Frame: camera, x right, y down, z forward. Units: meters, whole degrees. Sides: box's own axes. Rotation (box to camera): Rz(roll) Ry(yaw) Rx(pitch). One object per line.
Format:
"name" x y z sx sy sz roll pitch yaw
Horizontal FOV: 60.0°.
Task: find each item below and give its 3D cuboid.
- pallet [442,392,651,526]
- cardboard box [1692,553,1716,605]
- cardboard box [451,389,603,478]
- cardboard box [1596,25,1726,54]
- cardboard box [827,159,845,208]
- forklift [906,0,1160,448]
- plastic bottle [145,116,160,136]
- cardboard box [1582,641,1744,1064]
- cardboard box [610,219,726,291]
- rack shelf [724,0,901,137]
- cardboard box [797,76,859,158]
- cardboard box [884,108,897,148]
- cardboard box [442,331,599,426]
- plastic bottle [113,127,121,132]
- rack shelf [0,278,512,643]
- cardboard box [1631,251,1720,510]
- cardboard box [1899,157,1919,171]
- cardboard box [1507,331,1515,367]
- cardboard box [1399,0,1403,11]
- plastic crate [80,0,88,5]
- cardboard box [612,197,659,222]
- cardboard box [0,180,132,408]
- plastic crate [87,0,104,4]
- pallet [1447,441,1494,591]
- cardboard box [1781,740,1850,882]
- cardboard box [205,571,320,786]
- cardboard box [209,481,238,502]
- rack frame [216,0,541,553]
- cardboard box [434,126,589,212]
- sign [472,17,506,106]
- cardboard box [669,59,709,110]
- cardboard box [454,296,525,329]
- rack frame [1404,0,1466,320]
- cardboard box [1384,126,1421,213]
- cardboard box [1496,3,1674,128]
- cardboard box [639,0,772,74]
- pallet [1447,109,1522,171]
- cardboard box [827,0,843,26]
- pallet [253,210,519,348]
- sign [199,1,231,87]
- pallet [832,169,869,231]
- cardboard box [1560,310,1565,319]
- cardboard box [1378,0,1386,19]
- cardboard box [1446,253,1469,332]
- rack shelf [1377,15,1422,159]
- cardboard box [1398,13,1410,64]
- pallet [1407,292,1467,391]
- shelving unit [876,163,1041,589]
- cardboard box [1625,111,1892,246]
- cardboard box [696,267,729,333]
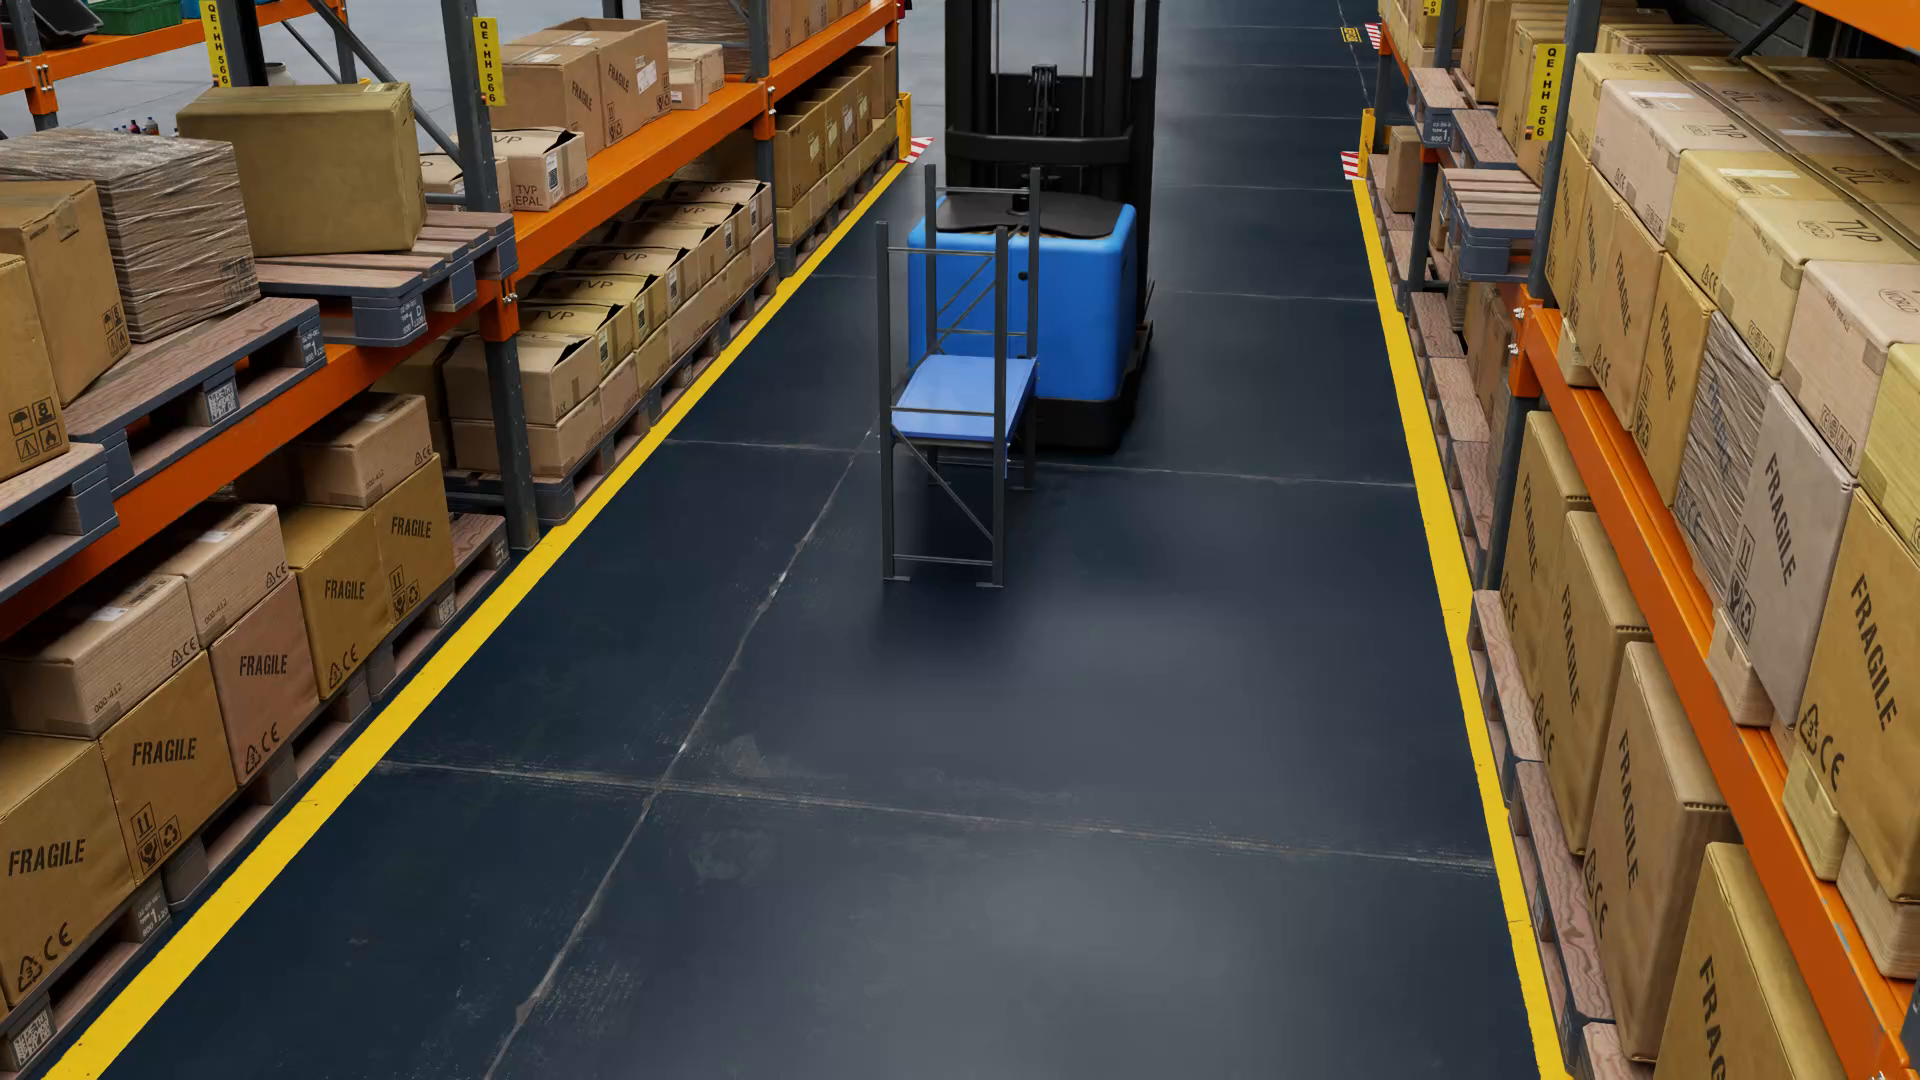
"pallet" -2.156 -0.440 7.942 1.003 0.211 1.213 4 25 9
"cardboard box" 1.932 0.068 3.839 0.380 0.149 0.250 3 25 7
"cardboard box" -1.954 -0.505 7.539 0.500 0.250 0.500 4 25 8
"cardboard box" 2.623 -1.840 6.242 0.380 0.149 0.250 0 25 0
"cardboard box" -1.127 -2.570 11.951 0.500 0.250 0.500 4 25 9
"forklift" 0.511 -2.371 8.858 1.130 2.935 3.031 5 25 10
"plastic bottle" -6.512 -3.279 13.417 0.097 0.271 0.097 0 25 0
"cardboard box" 2.025 0.783 4.079 0.750 0.750 0.750 5 26 10
"cardboard box" -1.622 -1.618 9.255 0.500 0.311 0.500 4 25 8
"rack shelf" -1.349 -3.545 12.135 1.077 0.370 4.000 4 25 9
"cardboard box" -1.048 -3.119 12.239 0.500 0.500 0.500 4 25 9
"cardboard box" -0.818 -3.408 13.740 0.500 0.250 0.500 4 25 9
"cardboard box" -1.954 -0.759 7.421 0.500 0.311 0.500 5 26 10
"plastic bottle" -6.584 -3.094 13.021 0.097 0.271 0.097 0 25 0
"rack shelf" -2.656 -0.200 4.987 1.077 0.370 4.000 4 25 9
"cardboard box" 1.972 -0.380 4.030 0.500 0.500 0.500 5 25 10
"cardboard box" 2.482 -0.698 3.825 0.500 0.250 0.500 3 25 7
"cardboard box" 2.824 -0.599 7.422 0.700 0.500 0.500 4 25 8
"cardboard box" 3.237 -3.830 11.162 0.500 0.500 0.500 5 26 10
"plastic crate" -6.649 -3.794 11.992 0.499 0.251 0.616 4 25 9
"cardboard box" -2.076 -1.869 9.791 0.500 0.311 0.500 4 25 8
"cardboard box" -2.755 -0.668 4.525 0.700 0.500 0.500 -2 25 -5
"plastic crate" -6.546 -3.957 12.476 0.530 0.136 0.437 4 25 9
"pallet" 2.688 -0.084 7.180 1.003 0.211 1.213 4 25 9
"cardboard box" 1.699 0.489 2.939 0.380 0.149 0.250 4 25 9
"cardboard box" -2.415 0.415 5.255 0.500 0.500 0.500 3 25 7
"cardboard box" -2.766 -0.039 6.225 0.500 0.500 0.500 3 25 7
"rack frame" -2.329 -1.362 6.621 1.000 3.000 0.127 4 25 9
"cardboard box" -1.992 -1.682 7.410 0.500 0.311 0.500 4 25 8
"sign" -1.792 -1.817 6.321 0.100 0.325 0.005 4 25 9
"cardboard box" -1.638 -2.593 9.411 0.396 0.266 0.258 3 25 7
"cardboard box" -2.408 -1.015 7.966 0.500 0.311 0.500 4 25 8
"rack frame" 3.212 -2.693 9.465 1.000 3.000 0.127 4 25 9
"cardboard box" 3.402 -2.608 11.714 0.700 0.500 0.500 2 25 5
"cardboard box" 2.920 -2.216 7.810 0.700 0.500 0.500 8 26 16
"cardboard box" -1.609 -3.266 10.571 0.700 0.500 0.500 3 25 7
"pallet" 2.842 -1.764 7.707 1.003 0.211 1.213 4 25 9
"cardboard box" -1.279 -4.131 12.420 0.700 0.500 0.500 4 25 9
"pallet" -2.371 -0.987 6.046 1.213 0.211 1.003 4 25 9
"sign" -2.877 -1.923 6.455 0.100 0.325 0.005 4 25 9
"pallet" -1.307 -2.613 12.584 1.003 0.211 1.213 4 25 9
"cardboard box" 2.276 -0.794 5.680 0.380 0.149 0.250 4 25 8
"cardboard box" 3.473 -4.125 12.678 0.500 0.250 0.500 3 25 7
"cardboard box" 3.108 -1.451 9.242 0.700 0.500 0.500 5 26 10
"rack shelf" 3.539 -3.204 11.405 1.077 0.370 4.000 4 25 9
"cardboard box" 3.147 -3.273 10.857 0.500 0.250 0.500 4 25 8
"pallet" 3.086 -1.104 9.361 1.003 0.211 1.213 4 25 9
"shelving unit" 0.014 -0.715 7.008 0.538 1.500 1.048 4 25 9
"cardboard box" 2.065 -0.943 4.349 0.500 0.250 0.500 4 25 9
"cardboard box" -1.625 -1.361 9.367 0.500 0.250 0.500 5 25 10
